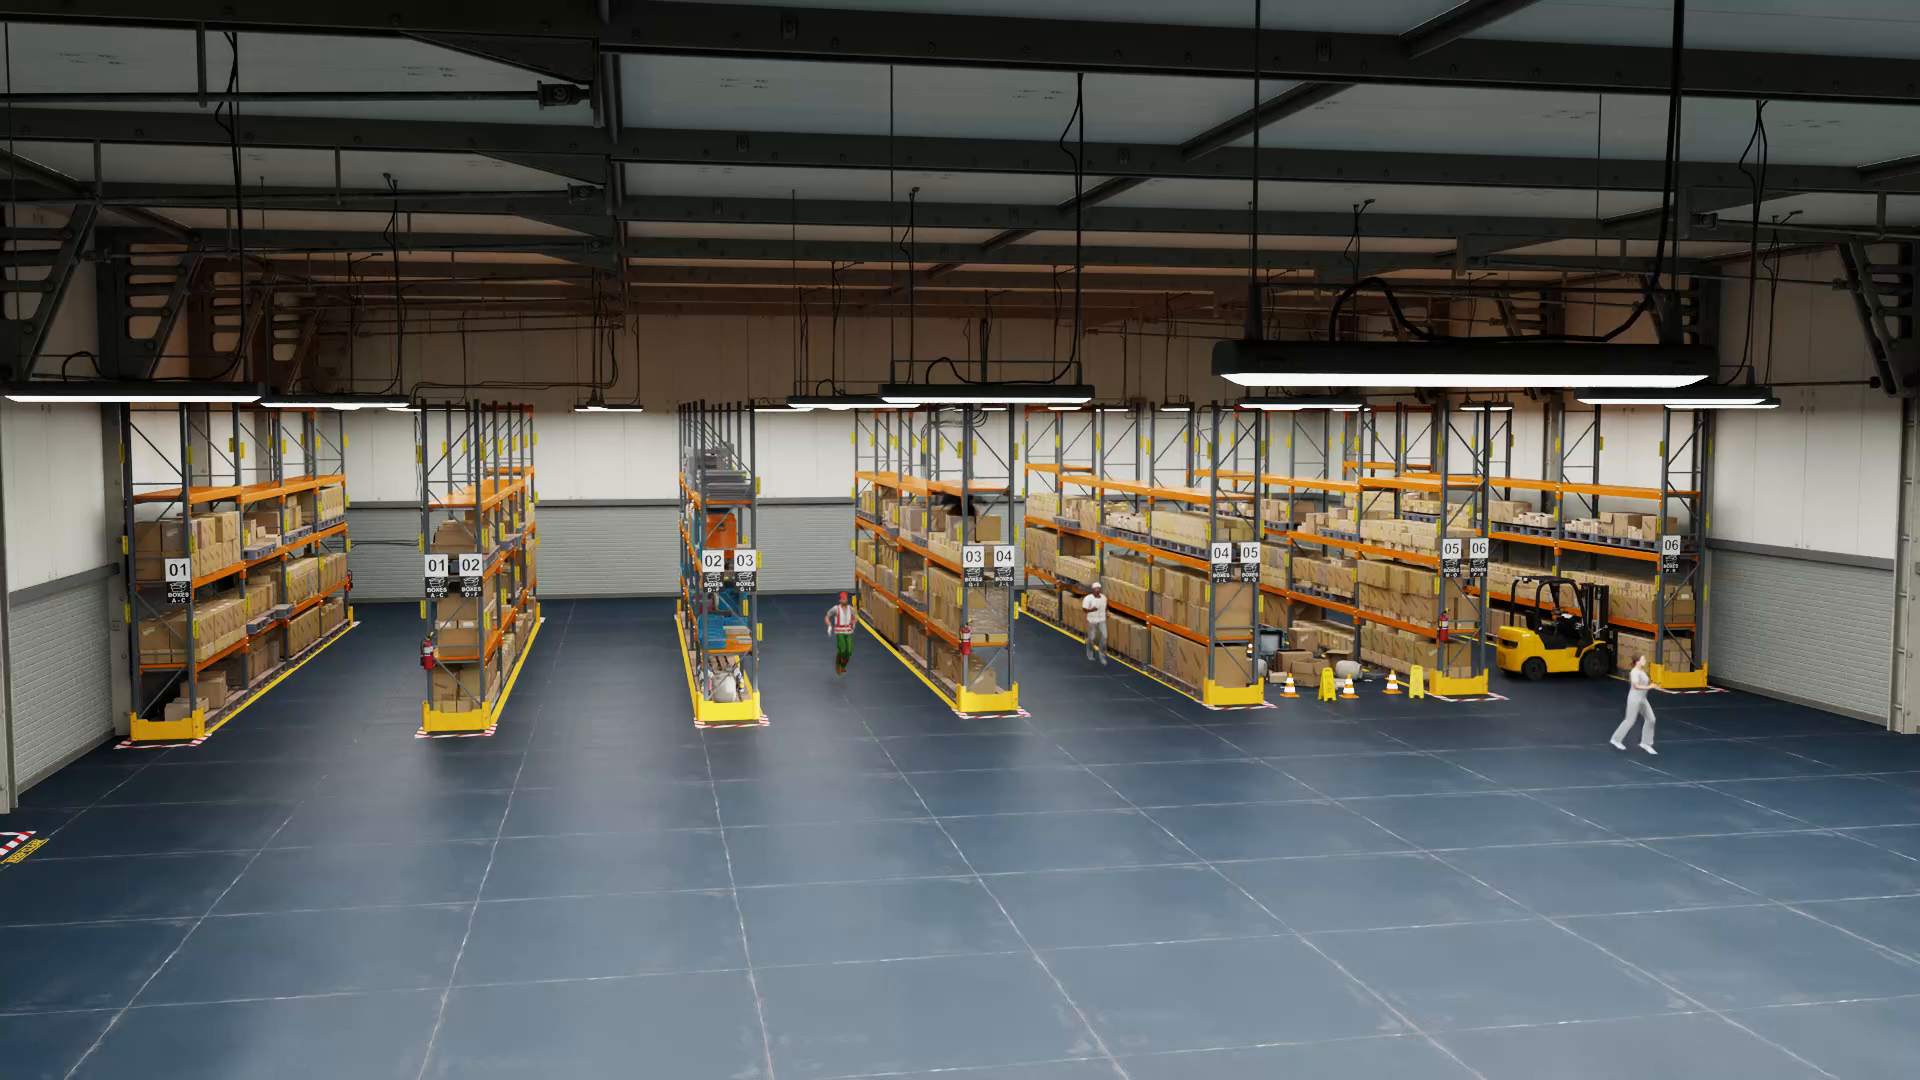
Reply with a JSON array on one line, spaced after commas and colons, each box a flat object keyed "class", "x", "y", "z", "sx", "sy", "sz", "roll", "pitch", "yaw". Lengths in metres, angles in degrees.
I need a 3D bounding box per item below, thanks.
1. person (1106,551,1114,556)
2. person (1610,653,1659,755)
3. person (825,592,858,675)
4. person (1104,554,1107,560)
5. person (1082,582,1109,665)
[{"class": "person", "x": 4.544, "y": 1.131, "z": 50.197, "sx": 0.623, "sy": 1.628, "sz": 0.582, "roll": -2, "pitch": 5, "yaw": -19}, {"class": "person", "x": 11.420, "y": 2.761, "z": 28.122, "sx": 0.775, "sy": 1.731, "sz": 0.580, "roll": 4, "pitch": 6, "yaw": 41}, {"class": "person", "x": -2.428, "y": 1.974, "z": 34.894, "sx": 0.664, "sy": 1.752, "sz": 0.603, "roll": -2, "pitch": 5, "yaw": -24}, {"class": "person", "x": 4.051, "y": 1.266, "z": 47.381, "sx": 0.646, "sy": 1.752, "sz": 0.655, "roll": -1, "pitch": 4, "yaw": -11}, {"class": "person", "x": 3.031, "y": 1.835, "z": 36.934, "sx": 0.677, "sy": 1.808, "sz": 0.742, "roll": -1, "pitch": 4, "yaw": -15}]
